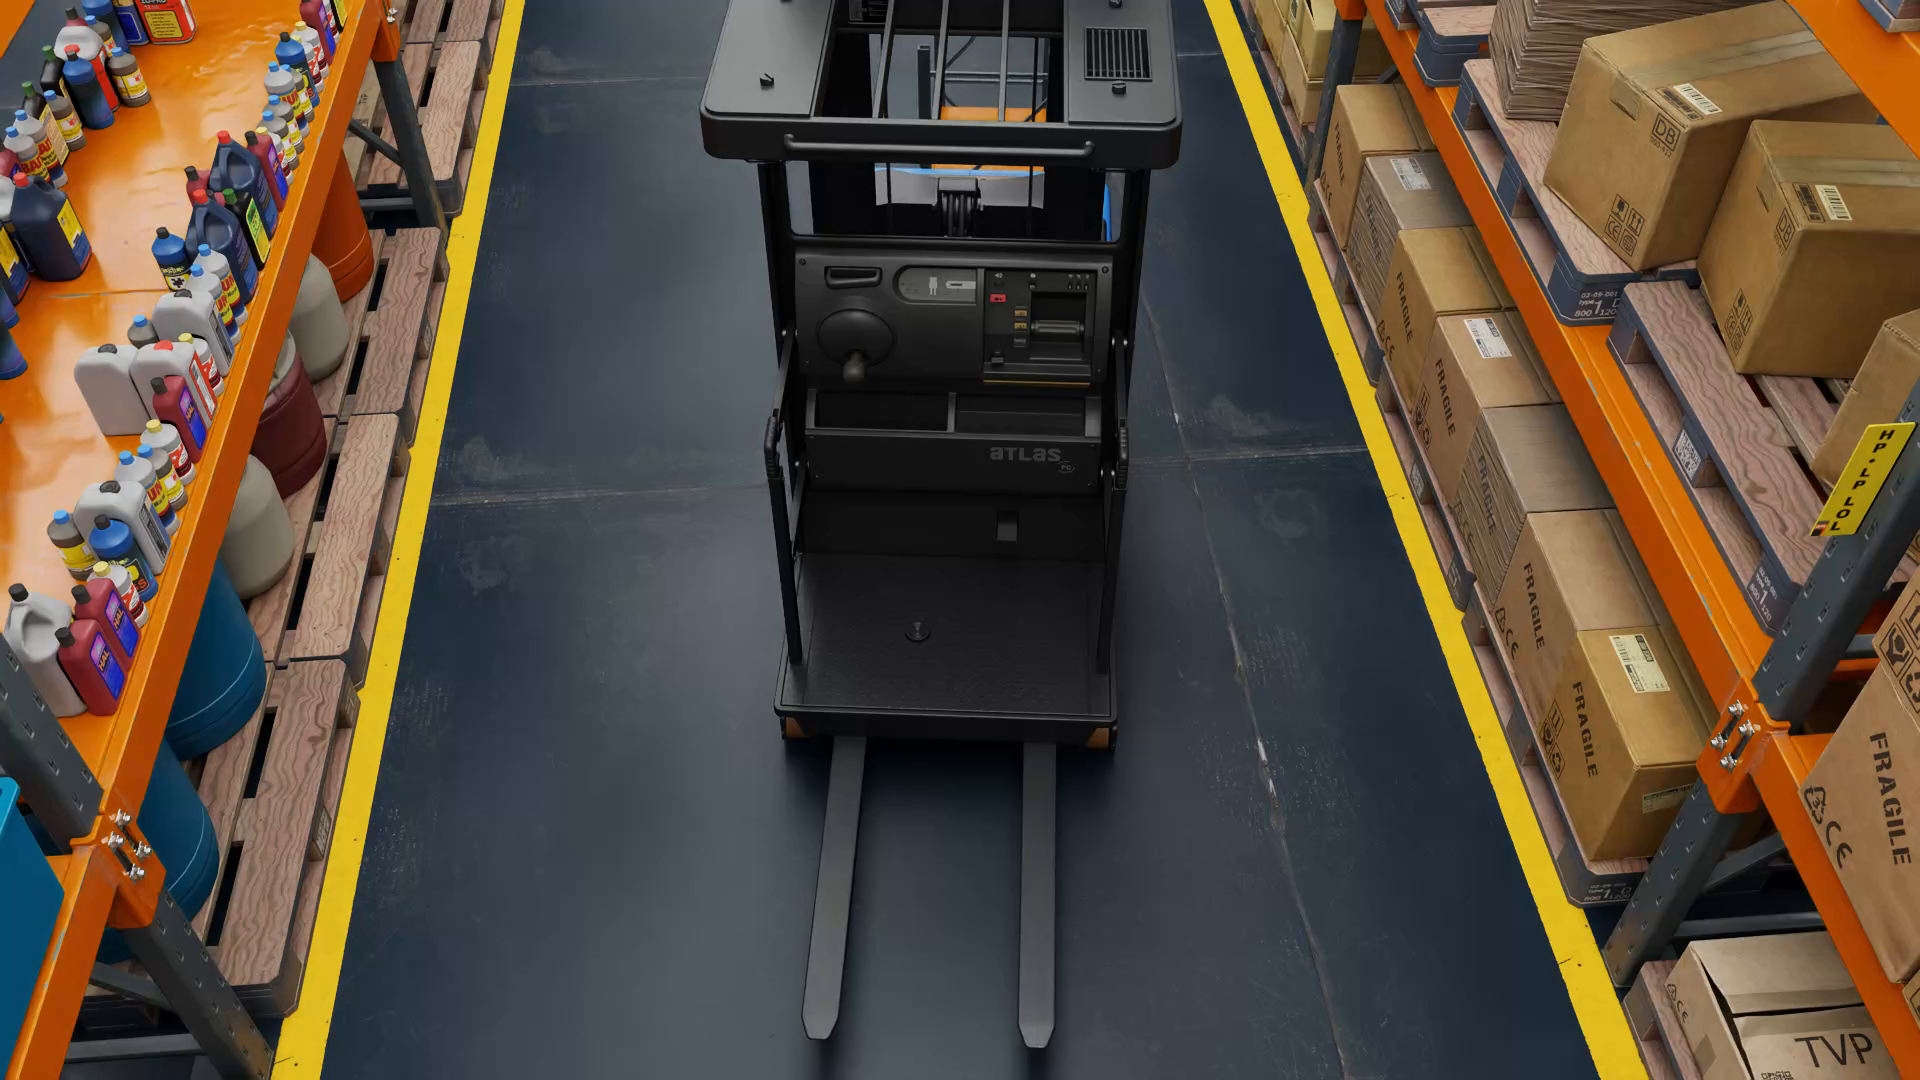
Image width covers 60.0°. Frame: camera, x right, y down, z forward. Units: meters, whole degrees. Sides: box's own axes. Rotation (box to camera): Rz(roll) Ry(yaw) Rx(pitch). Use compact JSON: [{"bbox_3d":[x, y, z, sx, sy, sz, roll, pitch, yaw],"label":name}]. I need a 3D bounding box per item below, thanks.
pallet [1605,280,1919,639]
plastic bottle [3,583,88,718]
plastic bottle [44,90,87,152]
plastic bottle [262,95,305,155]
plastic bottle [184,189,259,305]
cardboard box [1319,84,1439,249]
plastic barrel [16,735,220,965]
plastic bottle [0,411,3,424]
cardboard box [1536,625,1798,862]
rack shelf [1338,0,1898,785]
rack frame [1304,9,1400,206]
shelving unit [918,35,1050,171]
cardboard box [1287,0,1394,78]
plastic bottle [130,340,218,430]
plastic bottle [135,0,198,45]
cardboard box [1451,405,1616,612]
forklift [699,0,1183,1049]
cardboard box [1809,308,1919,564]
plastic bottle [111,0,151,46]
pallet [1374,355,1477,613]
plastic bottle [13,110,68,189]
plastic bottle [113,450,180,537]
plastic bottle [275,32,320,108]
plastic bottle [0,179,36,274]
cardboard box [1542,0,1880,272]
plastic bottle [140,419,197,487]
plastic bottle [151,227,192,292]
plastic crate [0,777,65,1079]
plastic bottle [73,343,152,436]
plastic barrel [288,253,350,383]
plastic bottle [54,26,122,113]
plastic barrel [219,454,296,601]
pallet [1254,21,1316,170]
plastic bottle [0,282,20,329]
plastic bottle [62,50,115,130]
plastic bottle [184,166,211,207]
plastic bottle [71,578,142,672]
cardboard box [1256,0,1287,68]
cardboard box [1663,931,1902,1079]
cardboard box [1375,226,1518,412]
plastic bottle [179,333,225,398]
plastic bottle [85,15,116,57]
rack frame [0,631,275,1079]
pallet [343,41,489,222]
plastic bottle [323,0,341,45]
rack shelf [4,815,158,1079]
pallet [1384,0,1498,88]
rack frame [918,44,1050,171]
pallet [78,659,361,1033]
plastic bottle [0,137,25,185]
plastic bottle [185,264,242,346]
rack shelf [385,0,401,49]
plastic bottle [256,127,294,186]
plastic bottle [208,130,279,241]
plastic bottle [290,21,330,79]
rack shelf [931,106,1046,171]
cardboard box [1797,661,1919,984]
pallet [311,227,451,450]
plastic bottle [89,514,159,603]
[{"bbox_3d":[2.493,-0.280,4.582,1.003,0.211,1.213,-3,47,-3],"label":"pallet"},{"bbox_3d":[-2.195,0.250,3.981,0.144,0.351,0.185,-3,47,-3],"label":"plastic bottle"},{"bbox_3d":[-3.074,-1.439,5.684,0.097,0.201,0.097,0,47,0],"label":"plastic bottle"},{"bbox_3d":[-2.310,-1.419,5.664,0.097,0.201,0.097,0,47,0],"label":"plastic bottle"},{"bbox_3d":[-2.267,-0.899,5.069,0.144,0.351,0.185,-3,47,-3],"label":"plastic bottle"},{"bbox_3d":[1.869,-1.601,7.119,0.500,0.500,0.500,-2,47,-2],"label":"cardboard box"},{"bbox_3d":[-2.514,0.719,4.659,0.600,0.901,0.708,-3,47,-3],"label":"plastic barrel"},{"bbox_3d":[-2.802,-0.432,4.682,0.097,0.271,0.097,0,47,0],"label":"plastic bottle"},{"bbox_3d":[2.124,0.607,5.028,0.500,0.500,0.500,-4,47,-4],"label":"cardboard box"},{"bbox_3d":[2.283,-0.961,5.590,1.077,0.370,4.000,-3,47,-3],"label":"rack shelf"},{"bbox_3d":[2.116,-2.656,6.699,1.000,3.000,0.127,-3,47,-3],"label":"rack frame"},{"bbox_3d":[0.122,-1.568,6.702,0.587,1.500,1.083,2,47,2],"label":"shelving unit"},{"bbox_3d":[1.827,-2.411,7.686,0.500,0.311,0.500,-2,47,-2],"label":"cardboard box"},{"bbox_3d":[-2.222,-0.449,4.694,0.152,0.276,0.135,-3,47,-3],"label":"plastic bottle"},{"bbox_3d":[-2.955,-1.991,6.155,0.152,0.276,0.135,-3,47,-3],"label":"plastic bottle"},{"bbox_3d":[2.049,-0.114,5.711,0.500,0.500,0.500,-3,47,-3],"label":"cardboard box"},{"bbox_3d":[-0.027,-0.554,4.756,1.130,2.935,3.031,2,47,2],"label":"forklift"},{"bbox_3d":[2.634,-0.297,4.107,0.700,0.500,0.500,-18,49,-16],"label":"cardboard box"},{"bbox_3d":[-3.106,-1.982,6.147,0.152,0.276,0.135,-3,47,-3],"label":"plastic bottle"},{"bbox_3d":[2.240,-0.274,6.364,1.003,0.211,1.213,-3,47,-3],"label":"pallet"},{"bbox_3d":[-3.054,-1.297,5.501,0.097,0.271,0.097,0,47,0],"label":"plastic bottle"},{"bbox_3d":[-2.158,-0.127,4.393,0.097,0.271,0.097,0,47,0],"label":"plastic bottle"},{"bbox_3d":[-2.334,-1.654,5.839,0.097,0.271,0.097,0,47,0],"label":"plastic bottle"},{"bbox_3d":[-2.990,-0.979,5.196,0.152,0.276,0.135,-3,47,-3],"label":"plastic bottle"},{"bbox_3d":[2.242,-1.215,4.977,0.700,0.500,0.500,-14,48,-13],"label":"cardboard box"},{"bbox_3d":[-2.174,-0.244,4.552,0.097,0.201,0.097,0,47,0],"label":"plastic bottle"},{"bbox_3d":[-2.384,-0.832,5.061,0.097,0.271,0.097,0,47,0],"label":"plastic bottle"},{"bbox_3d":[-2.106,0.839,3.359,0.392,0.384,0.575,-3,47,-3],"label":"plastic crate"},{"bbox_3d":[-2.374,-0.439,4.686,0.152,0.276,0.135,-3,47,-3],"label":"plastic bottle"},{"bbox_3d":[-2.626,-0.890,6.451,0.421,0.512,0.421,0,47,0],"label":"plastic barrel"},{"bbox_3d":[-3.067,-1.647,5.829,0.152,0.276,0.135,-3,47,-3],"label":"plastic bottle"},{"bbox_3d":[-2.531,-0.073,5.678,0.421,0.512,0.421,0,47,0],"label":"plastic barrel"},{"bbox_3d":[2.086,-2.295,8.278,1.003,0.211,1.213,-3,47,-3],"label":"pallet"},{"bbox_3d":[-2.931,-0.761,4.994,0.097,0.271,0.097,0,47,0],"label":"plastic bottle"},{"bbox_3d":[-3.024,-1.564,5.754,0.097,0.271,0.097,0,47,0],"label":"plastic bottle"},{"bbox_3d":[-2.394,-1.081,5.288,0.061,0.283,0.133,-3,47,-3],"label":"plastic bottle"},{"bbox_3d":[-2.102,0.189,4.085,0.061,0.283,0.133,-3,47,-3],"label":"plastic bottle"},{"bbox_3d":[1.782,-2.593,8.244,0.500,0.250,0.500,-4,47,-4],"label":"cardboard box"},{"bbox_3d":[2.271,1.329,4.475,0.500,0.311,0.500,-3,47,-3],"label":"cardboard box"},{"bbox_3d":[1.956,-0.859,6.416,0.500,0.500,0.500,-4,47,-4],"label":"cardboard box"},{"bbox_3d":[-2.204,-0.508,4.802,0.097,0.201,0.097,0,47,0],"label":"plastic bottle"},{"bbox_3d":[-3.116,-1.800,6.026,0.097,0.201,0.097,0,47,0],"label":"plastic bottle"},{"bbox_3d":[-2.485,0.537,3.676,1.000,3.000,0.127,-3,47,-3],"label":"rack frame"},{"bbox_3d":[-2.846,-1.961,7.962,1.003,0.211,1.213,-3,47,-3],"label":"pallet"},{"bbox_3d":[-2.370,-1.938,6.156,0.097,0.201,0.097,0,47,0],"label":"plastic bottle"},{"bbox_3d":[-2.318,2.231,2.566,1.077,0.370,4.000,-3,47,-3],"label":"rack shelf"},{"bbox_3d":[2.243,-2.104,6.308,1.213,0.211,1.003,-3,47,-3],"label":"pallet"},{"bbox_3d":[0.102,-1.206,6.359,0.500,1.500,0.032,2,47,2],"label":"rack frame"},{"bbox_3d":[-2.508,0.935,5.219,1.003,0.211,1.213,-3,47,-3],"label":"pallet"},{"bbox_3d":[-3.055,-1.146,5.349,0.061,0.283,0.133,-3,47,-3],"label":"plastic bottle"},{"bbox_3d":[-2.224,-0.700,4.936,0.097,0.271,0.097,0,47,0],"label":"plastic bottle"},{"bbox_3d":[-2.988,-3.557,8.048,1.077,0.370,4.000,-3,47,-3],"label":"rack shelf"},{"bbox_3d":[-2.293,-1.278,5.531,0.097,0.201,0.097,0,47,0],"label":"plastic bottle"},{"bbox_3d":[-2.294,-1.129,5.287,0.144,0.351,0.185,-3,47,-3],"label":"plastic bottle"},{"bbox_3d":[-2.350,-1.771,5.998,0.097,0.201,0.097,0,47,0],"label":"plastic bottle"},{"bbox_3d":[0.123,-1.451,6.839,0.538,0.185,1.000,2,47,2],"label":"rack shelf"},{"bbox_3d":[2.222,0.589,3.557,0.500,0.500,0.500,-2,47,-2],"label":"cardboard box"},{"bbox_3d":[-2.713,-0.831,6.891,1.003,0.211,1.213,-3,47,-3],"label":"pallet"},{"bbox_3d":[-2.138,0.040,4.234,0.097,0.271,0.097,0,47,0],"label":"plastic bottle"}]
